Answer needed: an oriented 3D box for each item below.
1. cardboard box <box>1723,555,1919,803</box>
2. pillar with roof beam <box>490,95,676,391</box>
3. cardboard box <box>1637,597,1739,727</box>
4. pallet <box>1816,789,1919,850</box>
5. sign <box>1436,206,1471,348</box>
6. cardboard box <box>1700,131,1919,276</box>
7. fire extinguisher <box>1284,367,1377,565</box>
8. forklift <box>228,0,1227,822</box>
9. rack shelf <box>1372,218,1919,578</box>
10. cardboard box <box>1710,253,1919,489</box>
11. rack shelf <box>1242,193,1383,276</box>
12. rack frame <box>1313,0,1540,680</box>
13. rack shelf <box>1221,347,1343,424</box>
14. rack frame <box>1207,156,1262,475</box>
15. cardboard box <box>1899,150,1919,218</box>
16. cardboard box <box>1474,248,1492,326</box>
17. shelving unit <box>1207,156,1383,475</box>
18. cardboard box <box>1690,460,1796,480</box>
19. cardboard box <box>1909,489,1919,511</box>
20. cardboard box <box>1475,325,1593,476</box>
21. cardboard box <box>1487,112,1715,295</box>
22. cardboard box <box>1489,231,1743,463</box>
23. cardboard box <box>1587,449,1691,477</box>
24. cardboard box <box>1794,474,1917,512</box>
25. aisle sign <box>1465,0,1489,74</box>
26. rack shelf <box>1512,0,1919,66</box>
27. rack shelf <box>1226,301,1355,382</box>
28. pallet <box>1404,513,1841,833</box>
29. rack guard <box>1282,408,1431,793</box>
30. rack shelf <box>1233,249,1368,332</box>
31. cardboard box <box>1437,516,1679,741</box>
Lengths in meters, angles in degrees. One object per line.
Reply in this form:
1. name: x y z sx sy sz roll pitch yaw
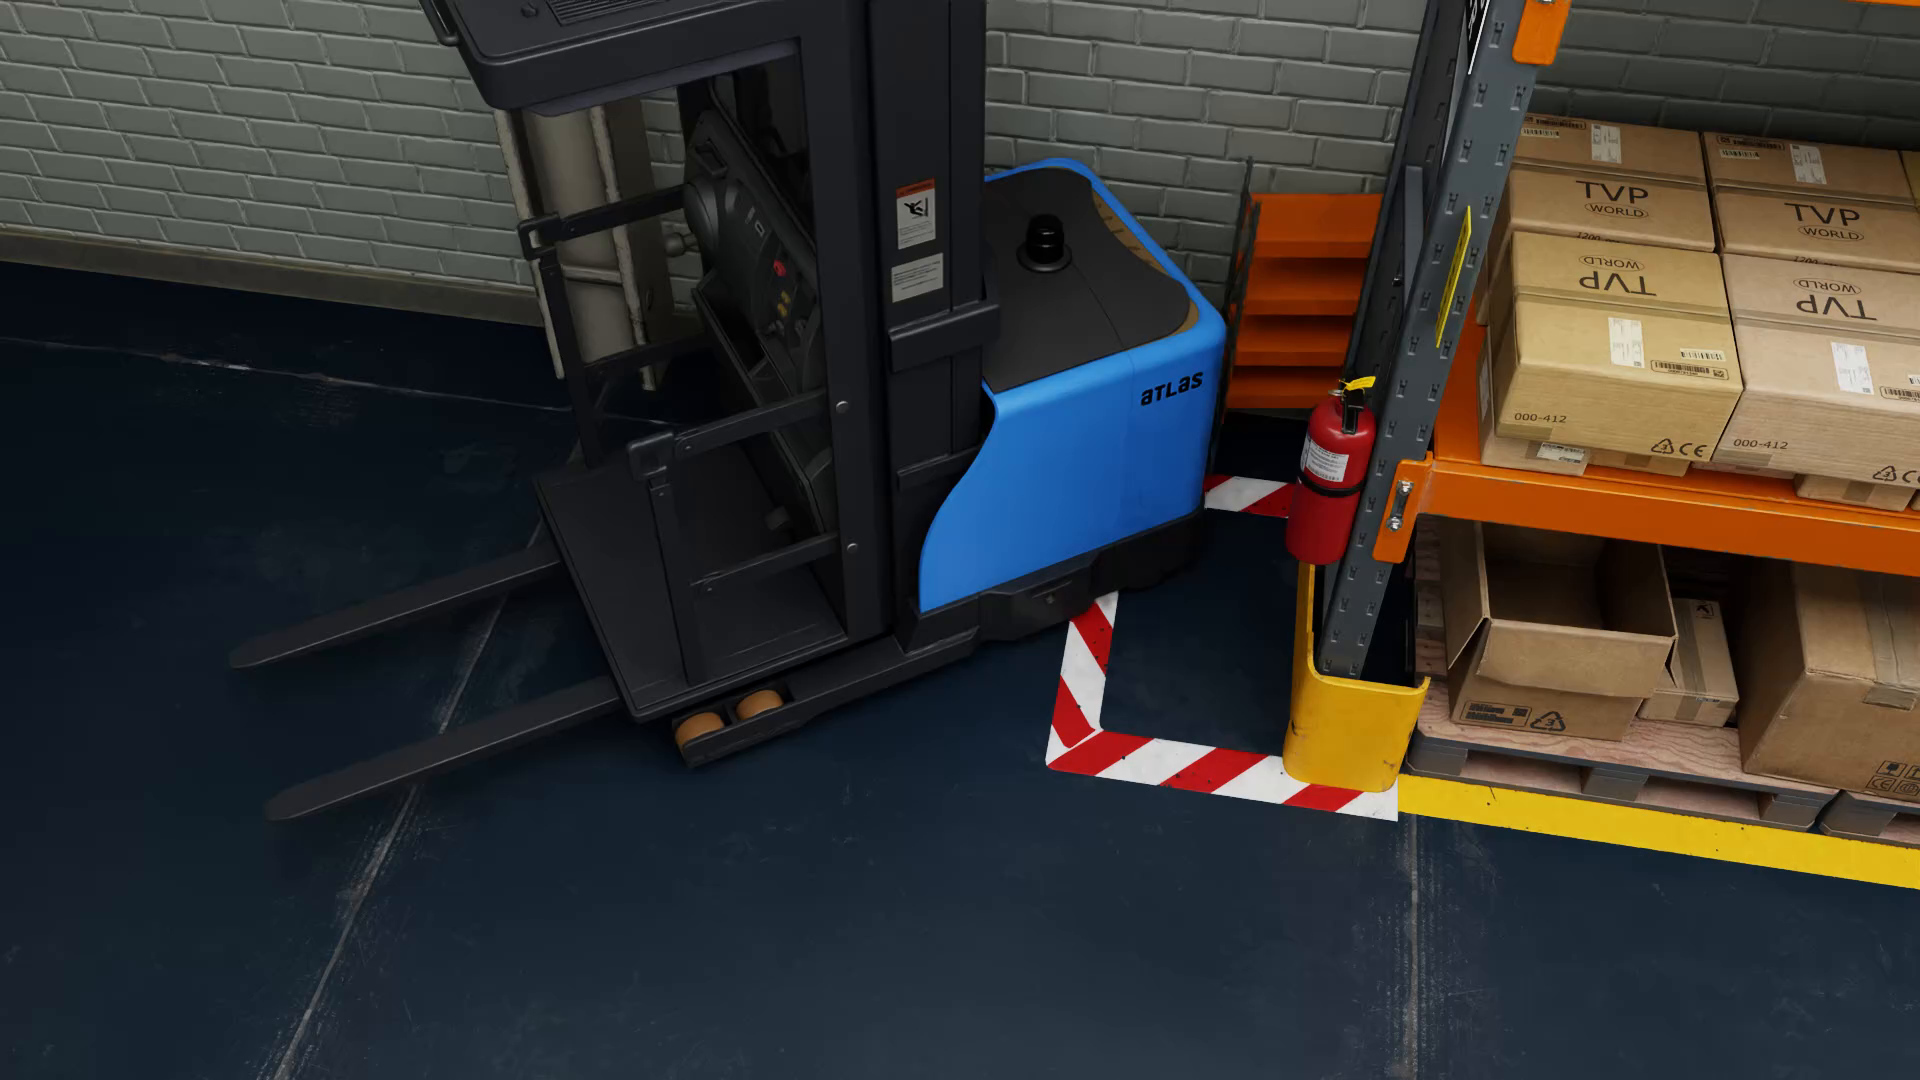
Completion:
1. cardboard box: 2.603 0.301 4.861 0.500 0.500 0.700 9 49 8
2. pillar with roof beam: -2.075 -0.557 0.200 0.400 9.000 9.100 8 49 7
3. cardboard box: 2.180 0.361 5.043 0.250 0.149 0.380 6 48 5
4. pallet: 3.240 0.524 5.138 1.213 0.211 1.003 8 49 7
5. sign: 1.087 -0.578 3.671 0.005 0.325 0.100 8 49 7
6. cardboard box: 2.191 -0.800 4.353 0.500 0.250 0.500 8 49 7
7. fire extinguisher: 0.957 -0.217 4.231 0.183 0.674 0.296 8 49 7
8. forklift: -0.750 -0.742 4.446 3.031 2.935 1.130 -20 51 -17
9. rack shelf: 3.152 -0.181 4.380 4.000 0.370 1.077 8 49 7
10. cardboard box: 2.079 -0.412 4.004 0.500 0.250 0.500 8 49 7
11. rack shelf: 1.151 -0.974 5.284 0.480 0.148 0.258 0 49 0
12. rack frame: 1.184 -0.686 4.350 0.127 3.000 1.000 8 49 7
13. rack shelf: 1.144 -0.541 5.781 0.480 0.148 0.258 0 49 0
14. rack frame: 0.903 -0.717 5.579 0.015 1.200 0.240 0 49 0
15. cardboard box: 2.677 -0.731 4.291 0.500 0.250 0.500 9 49 8
16. cardboard box: 1.558 -0.755 4.581 0.250 0.149 0.380 7 48 6
17. shelving unit: 1.147 -0.716 5.580 0.503 1.200 0.258 0 49 0
18. cardboard box: 1.982 -0.349 4.216 0.250 0.149 0.380 7 48 6
19. cardboard box: 2.482 -0.239 4.117 0.250 0.149 0.380 8 49 7
20. cardboard box: 1.459 -0.358 4.224 0.250 0.149 0.380 7 48 7
21. cardboard box: 1.684 -0.869 4.415 0.500 0.250 0.500 9 49 8
22. cardboard box: 1.582 -0.478 4.064 0.500 0.250 0.500 8 49 7
23. cardboard box: 1.717 -0.358 4.224 0.250 0.149 0.380 9 49 8
24. cardboard box: 2.220 -0.270 4.145 0.250 0.149 0.380 9 49 8
25. aisle sign: 1.064 -1.349 3.198 0.004 0.787 0.394 8 49 7
26. rack shelf: 3.152 -1.184 3.264 4.000 0.370 1.077 8 49 7
27. rack shelf: 1.146 -0.672 5.631 0.480 0.148 0.258 0 49 0
28. pallet: 2.043 0.361 5.284 1.213 0.211 1.003 8 49 7
29. rack guard: 1.259 0.159 5.271 0.348 0.500 1.175 8 49 7
30. rack shelf: 1.149 -0.819 5.463 0.480 0.148 0.258 0 49 0
31. cardboard box: 1.769 0.158 4.987 0.637 0.503 0.797 6 48 5
